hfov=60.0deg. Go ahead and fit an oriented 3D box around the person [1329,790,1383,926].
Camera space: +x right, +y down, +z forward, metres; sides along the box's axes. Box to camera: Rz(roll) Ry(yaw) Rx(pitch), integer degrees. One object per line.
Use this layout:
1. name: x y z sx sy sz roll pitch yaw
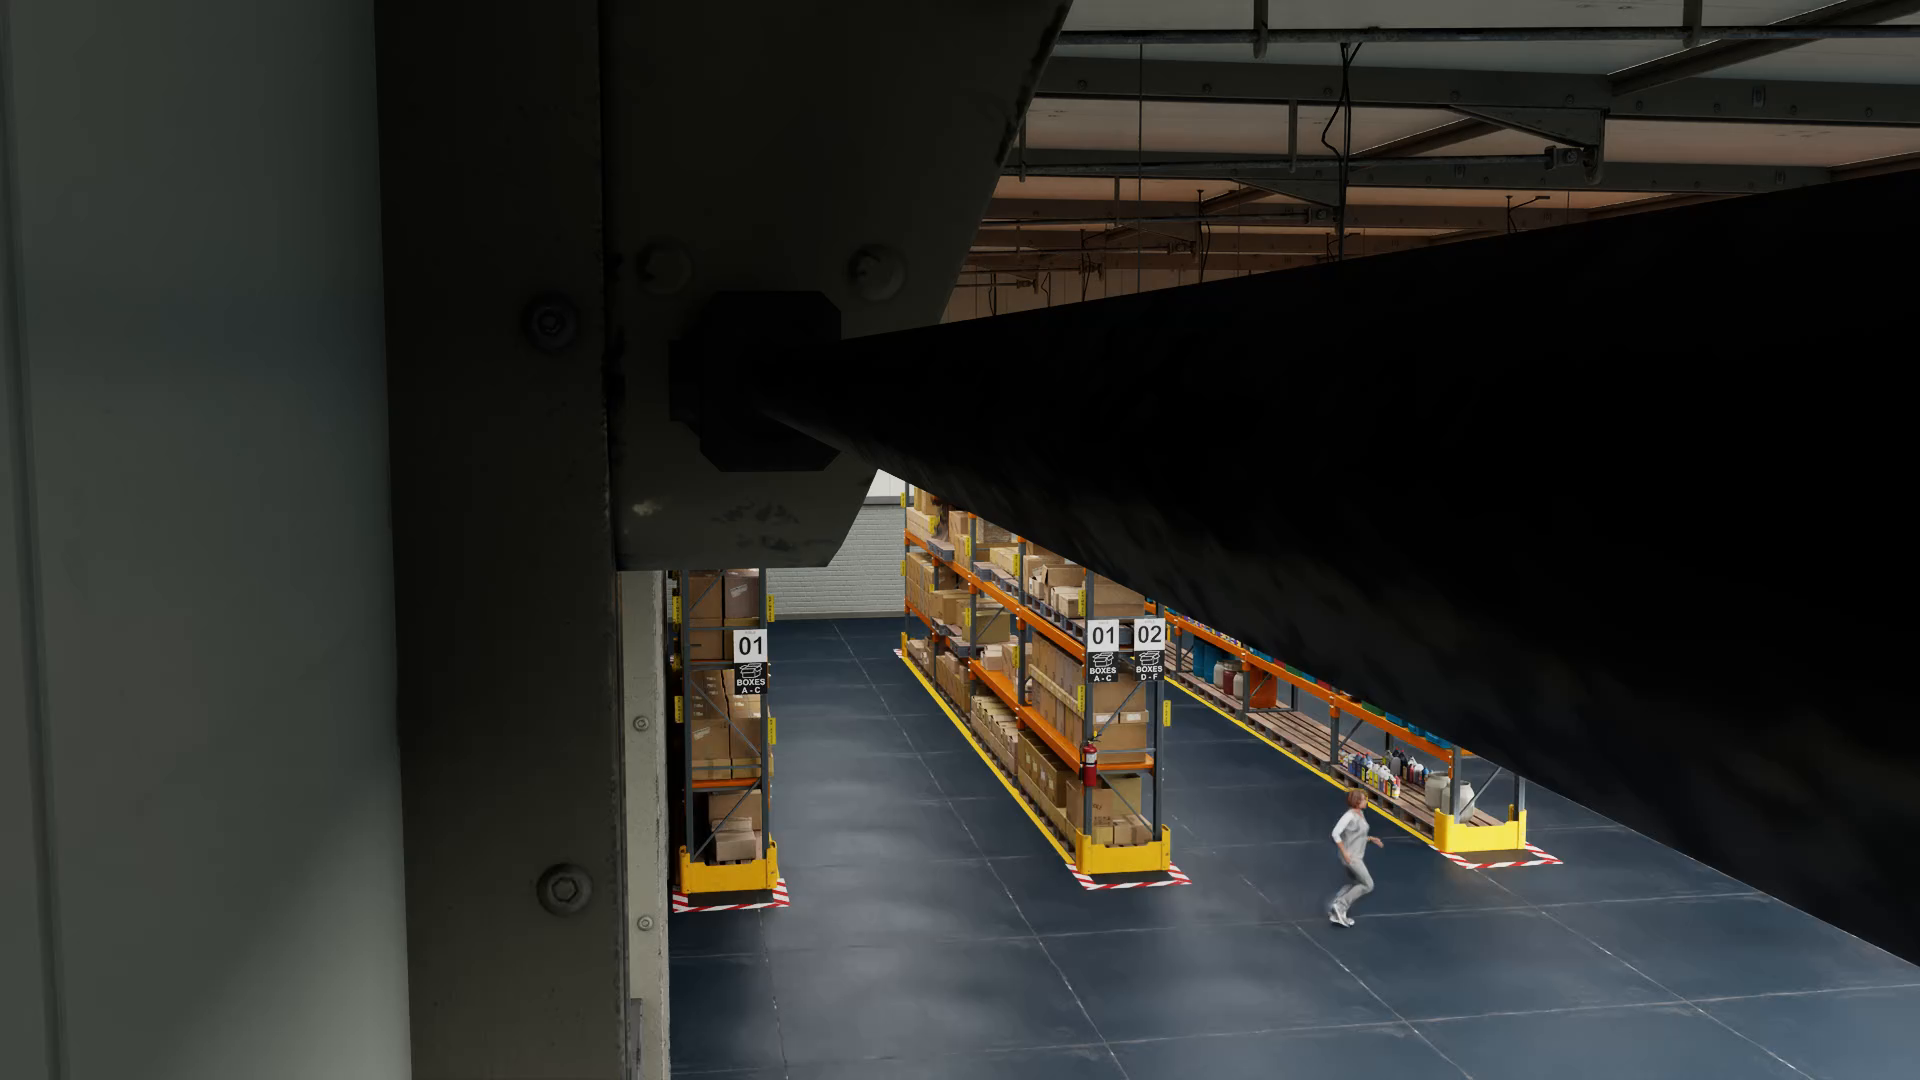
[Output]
1. person: 4.479 3.598 18.822 0.575 1.570 0.543 2 6 21
